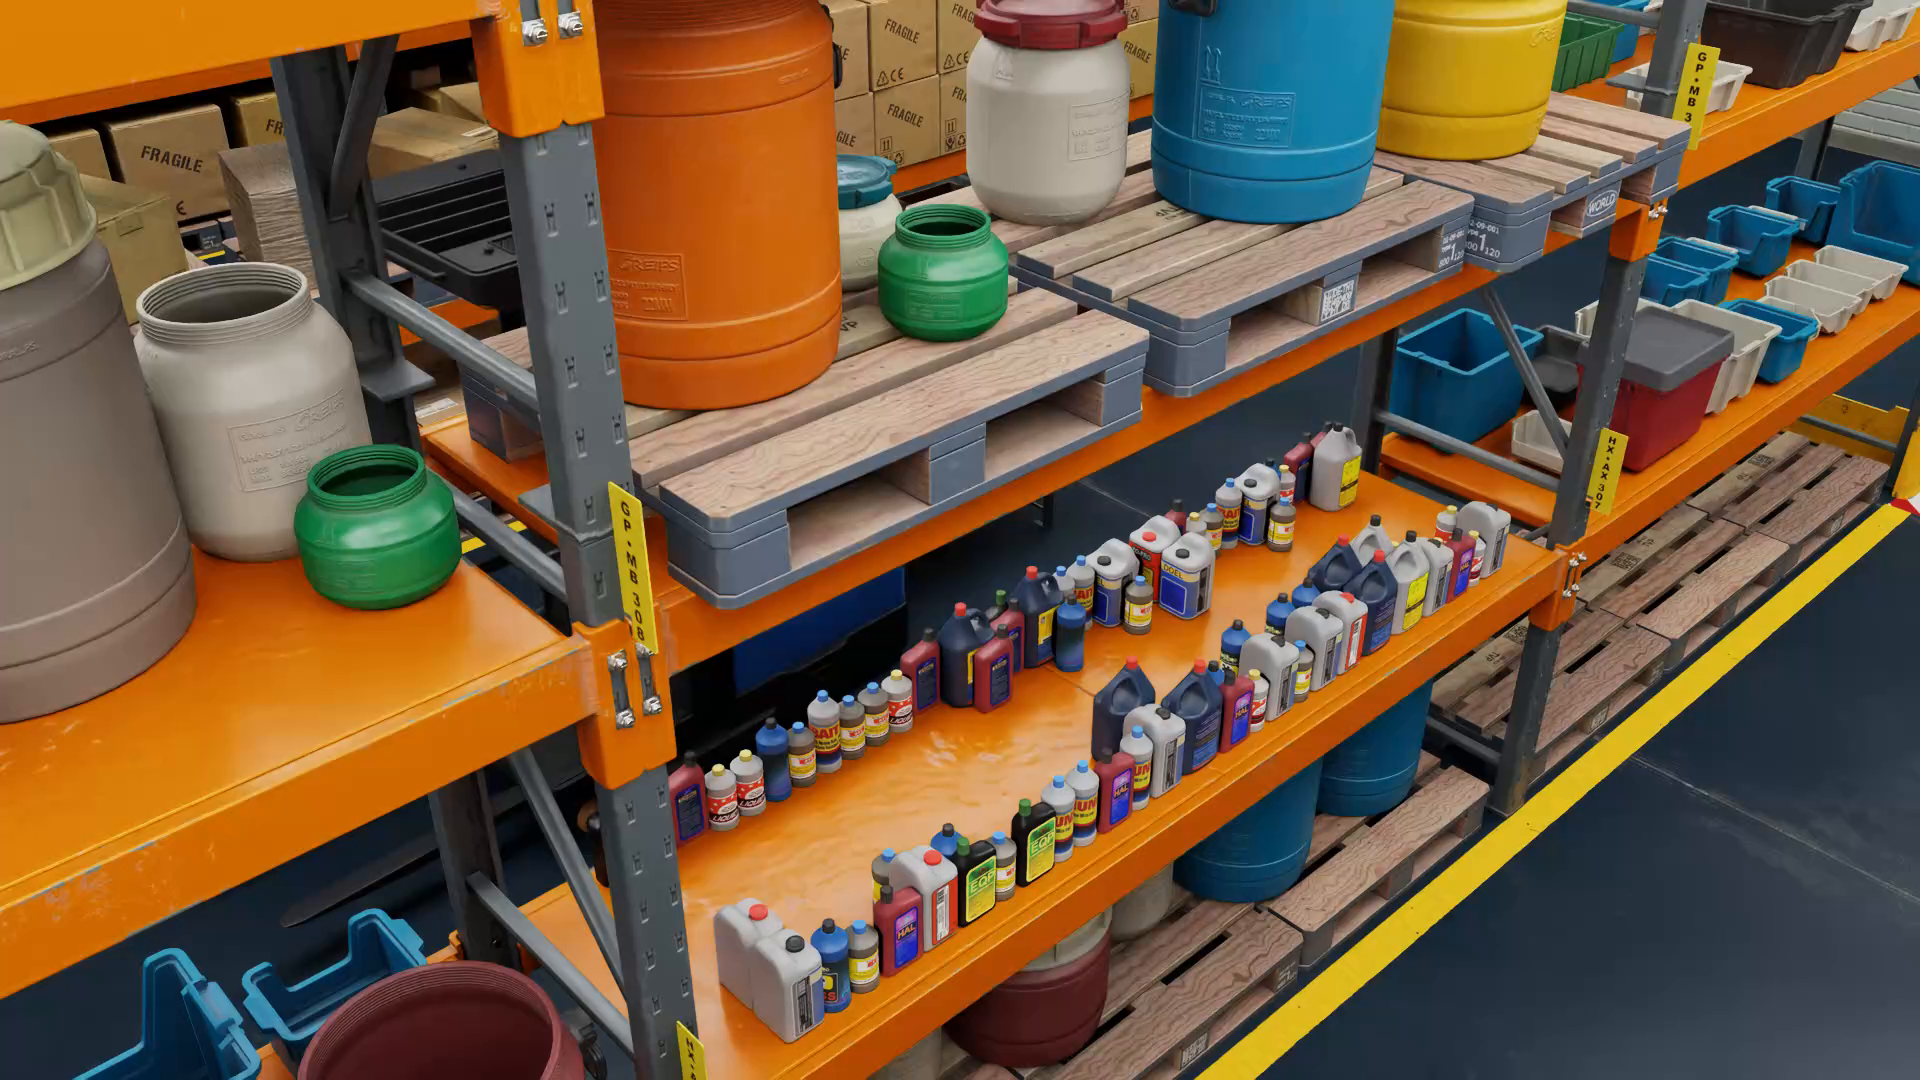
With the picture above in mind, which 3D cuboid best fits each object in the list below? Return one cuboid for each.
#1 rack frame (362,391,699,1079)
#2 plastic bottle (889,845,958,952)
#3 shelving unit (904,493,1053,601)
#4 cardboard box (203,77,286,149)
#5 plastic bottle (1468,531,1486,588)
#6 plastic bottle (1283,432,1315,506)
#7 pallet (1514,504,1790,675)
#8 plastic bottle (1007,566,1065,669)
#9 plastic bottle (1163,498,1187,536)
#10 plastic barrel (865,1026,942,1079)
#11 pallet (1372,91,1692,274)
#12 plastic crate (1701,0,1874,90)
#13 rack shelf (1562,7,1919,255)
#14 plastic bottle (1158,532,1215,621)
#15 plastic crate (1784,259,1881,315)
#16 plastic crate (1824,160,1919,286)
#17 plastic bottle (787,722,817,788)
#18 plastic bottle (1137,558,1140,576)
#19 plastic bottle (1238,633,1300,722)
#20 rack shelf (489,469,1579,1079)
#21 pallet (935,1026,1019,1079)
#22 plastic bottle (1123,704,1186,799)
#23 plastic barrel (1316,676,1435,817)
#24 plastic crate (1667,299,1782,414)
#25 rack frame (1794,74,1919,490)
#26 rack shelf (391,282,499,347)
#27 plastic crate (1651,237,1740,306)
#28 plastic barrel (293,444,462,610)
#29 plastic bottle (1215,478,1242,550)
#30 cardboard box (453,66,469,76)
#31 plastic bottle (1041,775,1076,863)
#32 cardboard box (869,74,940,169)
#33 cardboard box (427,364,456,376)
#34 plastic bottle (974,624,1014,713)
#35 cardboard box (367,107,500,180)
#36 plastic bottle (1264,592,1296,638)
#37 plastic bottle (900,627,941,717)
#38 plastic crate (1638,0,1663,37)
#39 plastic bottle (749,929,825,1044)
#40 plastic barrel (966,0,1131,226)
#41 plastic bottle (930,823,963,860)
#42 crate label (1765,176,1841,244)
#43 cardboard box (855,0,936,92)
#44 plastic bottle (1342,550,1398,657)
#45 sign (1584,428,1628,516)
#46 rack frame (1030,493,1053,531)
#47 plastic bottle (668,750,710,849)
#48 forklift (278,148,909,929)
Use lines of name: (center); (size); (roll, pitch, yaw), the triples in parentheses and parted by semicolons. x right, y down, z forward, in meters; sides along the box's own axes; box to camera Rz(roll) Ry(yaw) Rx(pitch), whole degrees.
rack frame: (-0.971, 1.080, 4.108); (0.127, 3.000, 1.000); (-26, 40, -35)
plastic bottle: (-0.094, 0.939, 4.457); (0.135, 0.276, 0.152); (-26, 40, -35)
shelving unit: (-0.063, -0.610, 8.309); (1.048, 1.500, 0.538); (-26, 40, -35)
cardboard box: (-5.162, -3.110, 12.619); (0.750, 0.750, 0.750); (-25, 40, -35)
plastic bottle: (1.827, 0.061, 5.965); (0.097, 0.201, 0.097); (0, 31, 0)
plastic bottle: (1.306, -0.274, 6.435); (0.133, 0.283, 0.061); (-26, 40, -35)
pallet: (3.370, 0.141, 8.318); (1.213, 0.211, 1.003); (-26, 40, -35)
plastic bottle: (0.252, 0.236, 5.536); (0.185, 0.351, 0.144); (-26, 40, -35)
plastic bottle: (0.752, -0.007, 5.997); (0.133, 0.283, 0.061); (-26, 40, -35)
plastic barrel: (-0.270, 1.548, 5.325); (0.421, 0.512, 0.421); (0, 31, 0)
pallet: (1.454, -1.222, 5.179); (1.003, 0.211, 1.213); (-26, 40, -35)
plastic crate: (3.060, -1.898, 6.229); (0.590, 0.269, 0.497); (-26, 40, -35)
rack shelf: (3.429, -2.021, 6.993); (4.000, 0.370, 1.077); (-26, 40, -35)
plastic bottle: (0.789, 0.120, 5.798); (0.135, 0.276, 0.152); (-26, 40, -35)
plastic crate: (4.198, -1.214, 8.056); (0.243, 0.136, 0.396); (-26, 40, -35)
plastic crate: (4.777, -1.608, 8.412); (0.499, 0.435, 0.616); (-26, 40, -35)
plastic bottle: (-0.484, 0.639, 5.020); (0.097, 0.201, 0.097); (0, 31, 0)
plastic bottle: (0.581, 0.124, 5.862); (0.097, 0.201, 0.097); (0, 31, 0)
plastic bottle: (0.987, 0.416, 5.313); (0.135, 0.276, 0.152); (-26, 40, -35)
rack shelf: (0.496, 0.678, 5.456); (4.000, 0.370, 1.077); (-26, 40, -35)
pallet: (-0.421, 1.975, 5.319); (1.213, 0.211, 1.003); (-26, 40, -35)
plastic bottle: (0.583, 0.612, 4.993); (0.135, 0.276, 0.152); (-26, 40, -35)
plastic barrel: (1.552, 0.564, 6.561); (0.708, 0.901, 0.600); (-26, 40, -35)
plastic crate: (3.208, -0.785, 7.214); (0.530, 0.282, 0.437); (-26, 40, -35)
rack frame: (4.896, -1.757, 8.748); (0.127, 3.000, 1.000); (-26, 40, -35)
rack shelf: (-2.869, -1.218, 8.557); (4.000, 0.370, 1.077); (-26, 40, -35)
plastic crate: (3.525, -1.283, 8.075); (0.300, 0.233, 0.416); (-26, 40, -35)
plastic barrel: (-1.117, -0.026, 3.191); (0.294, 0.245, 0.294); (0, 31, 0)
plastic bottle: (0.992, -0.105, 6.169); (0.097, 0.271, 0.097); (0, 31, 0)
cardboard box: (-3.785, -3.644, 13.827); (0.500, 0.500, 0.700); (-26, 40, -36)
plastic bottle: (0.276, 0.782, 4.720); (0.097, 0.271, 0.097); (0, 31, 0)
cardboard box: (-0.470, -2.537, 9.927); (0.500, 0.500, 0.500); (-25, 39, -35)
cardboard box: (-3.049, -0.730, 9.044); (0.500, 0.500, 0.500); (28, 41, 37)
plastic bottle: (0.108, 0.408, 5.320); (0.133, 0.283, 0.061); (-26, 40, -35)
cardboard box: (-2.656, -1.806, 8.330); (0.700, 0.500, 0.500); (18, 36, 27)
plastic bottle: (1.059, 0.295, 5.515); (0.097, 0.271, 0.097); (0, 31, 0)
plastic bottle: (-0.126, 0.418, 5.303); (0.133, 0.283, 0.061); (-26, 40, -35)
plastic crate: (2.636, -2.102, 6.690); (0.466, 0.136, 0.293); (-26, 40, -35)
plastic bottle: (-0.434, 1.104, 4.189); (0.135, 0.276, 0.152); (-26, 40, -35)
plastic barrel: (0.227, -1.123, 4.303); (0.433, 0.535, 0.433); (0, 31, 0)
plastic bottle: (-0.032, 0.887, 4.547); (0.097, 0.271, 0.097); (0, 31, 0)
crate label: (4.491, -1.750, 8.839); (0.303, 0.233, 0.416); (-26, 40, -35)
cardboard box: (-0.488, -2.946, 9.639); (0.500, 0.500, 0.500); (-27, 41, -37)
plastic bottle: (1.375, 0.199, 5.596); (0.185, 0.351, 0.144); (-26, 40, -35)
sign: (2.335, -0.245, 6.011); (0.005, 0.325, 0.100); (-26, 40, -35)
rack frame: (0.310, -0.790, 8.604); (0.032, 1.500, 0.500); (-26, 40, -35)
plastic bottle: (-0.795, 0.742, 4.774); (0.133, 0.283, 0.061); (-26, 40, -35)
forklift: (-1.629, -0.341, 6.498); (1.130, 2.935, 3.031); (27, 40, 37)
